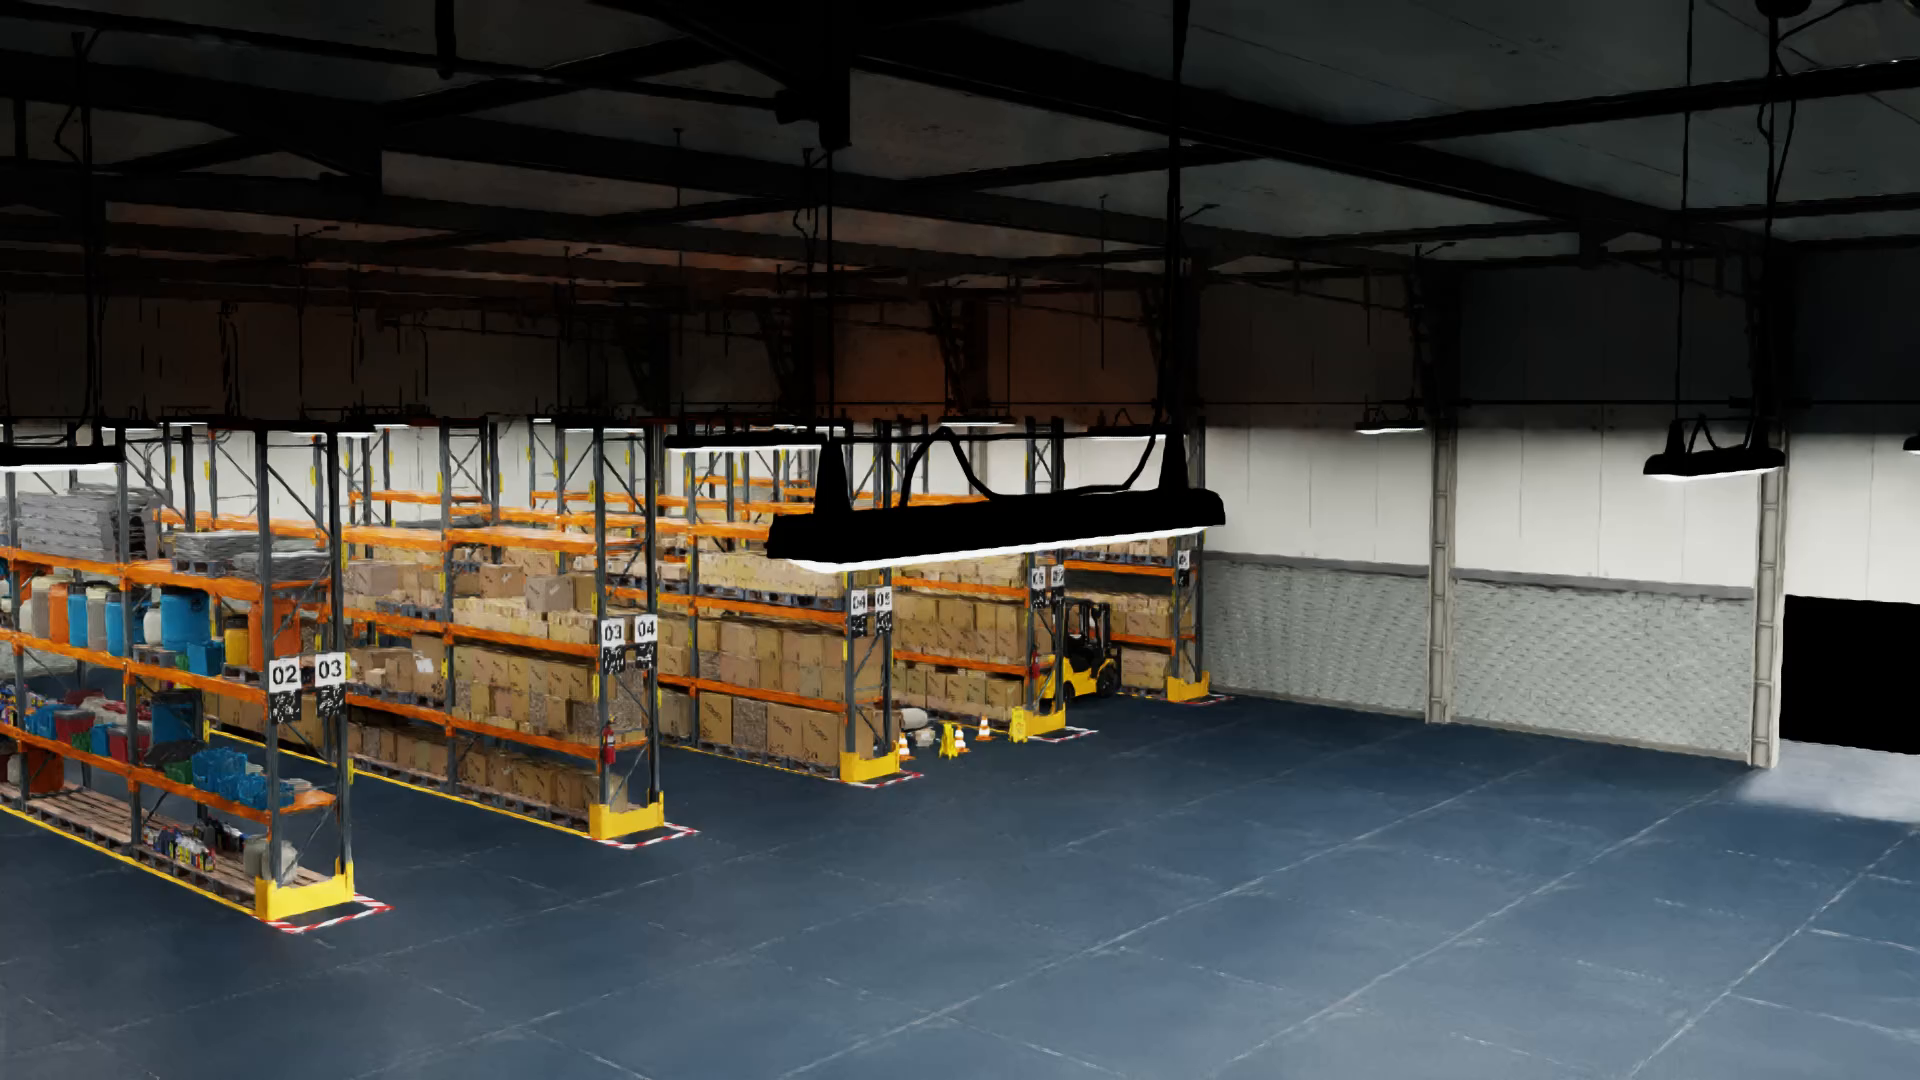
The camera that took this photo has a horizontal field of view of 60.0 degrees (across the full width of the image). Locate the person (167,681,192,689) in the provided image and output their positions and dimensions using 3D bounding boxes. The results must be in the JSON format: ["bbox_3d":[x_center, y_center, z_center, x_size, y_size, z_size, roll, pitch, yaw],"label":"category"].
[{"bbox_3d":[-14.212,2.942,30.517,1.128,1.689,0.575,4,6,39],"label":"person"}]
